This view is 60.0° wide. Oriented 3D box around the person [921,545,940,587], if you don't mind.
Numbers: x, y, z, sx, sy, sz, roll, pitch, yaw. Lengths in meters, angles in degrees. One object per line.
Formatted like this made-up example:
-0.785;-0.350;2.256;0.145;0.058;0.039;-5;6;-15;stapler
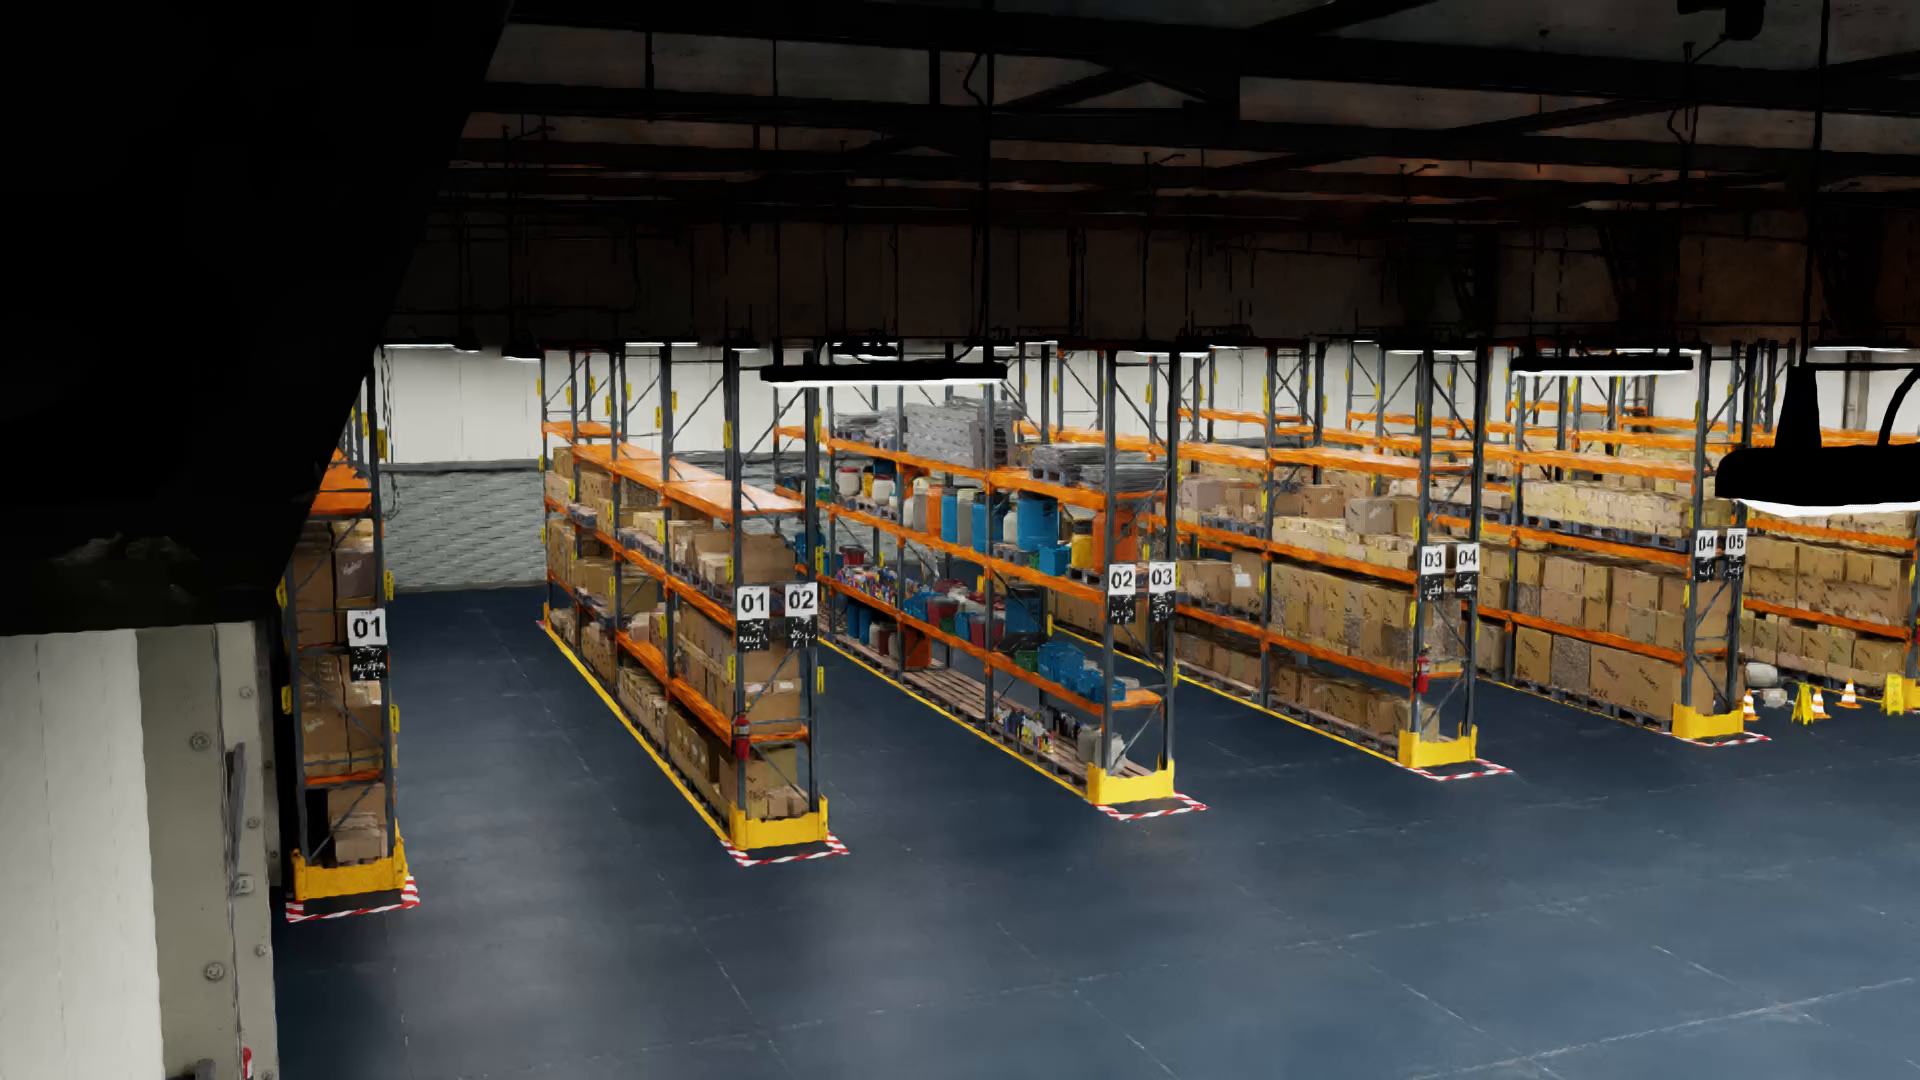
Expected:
-0.669;0.696;37.179;0.446;1.590;1.110;-3;8;-20;person

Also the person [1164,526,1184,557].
5.641;-0.238;43.639;0.637;1.779;0.389;5;9;35;person
